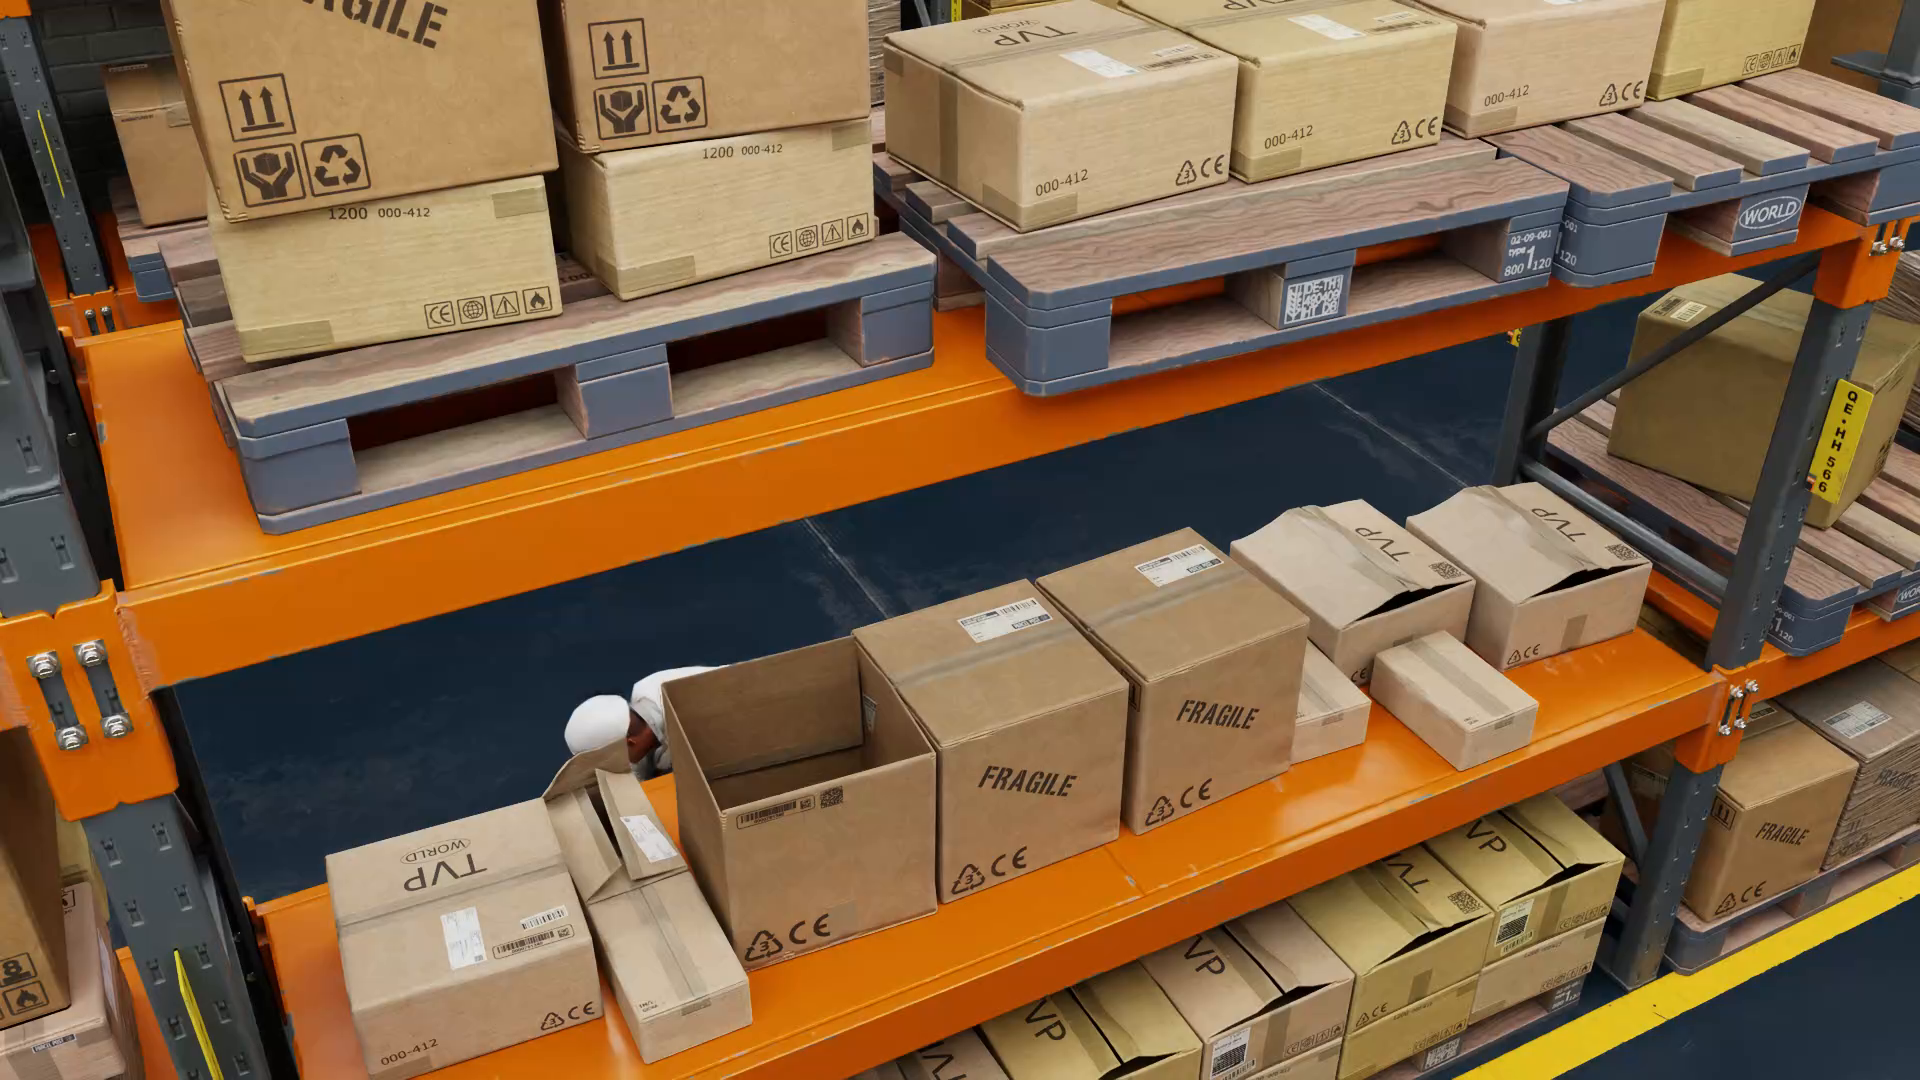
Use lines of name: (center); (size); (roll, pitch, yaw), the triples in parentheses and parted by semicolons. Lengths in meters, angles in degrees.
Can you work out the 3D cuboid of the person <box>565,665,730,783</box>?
person: (-0.898, 0.784, 5.807); (0.920, 0.870, 0.529); (-16, 36, -23)
